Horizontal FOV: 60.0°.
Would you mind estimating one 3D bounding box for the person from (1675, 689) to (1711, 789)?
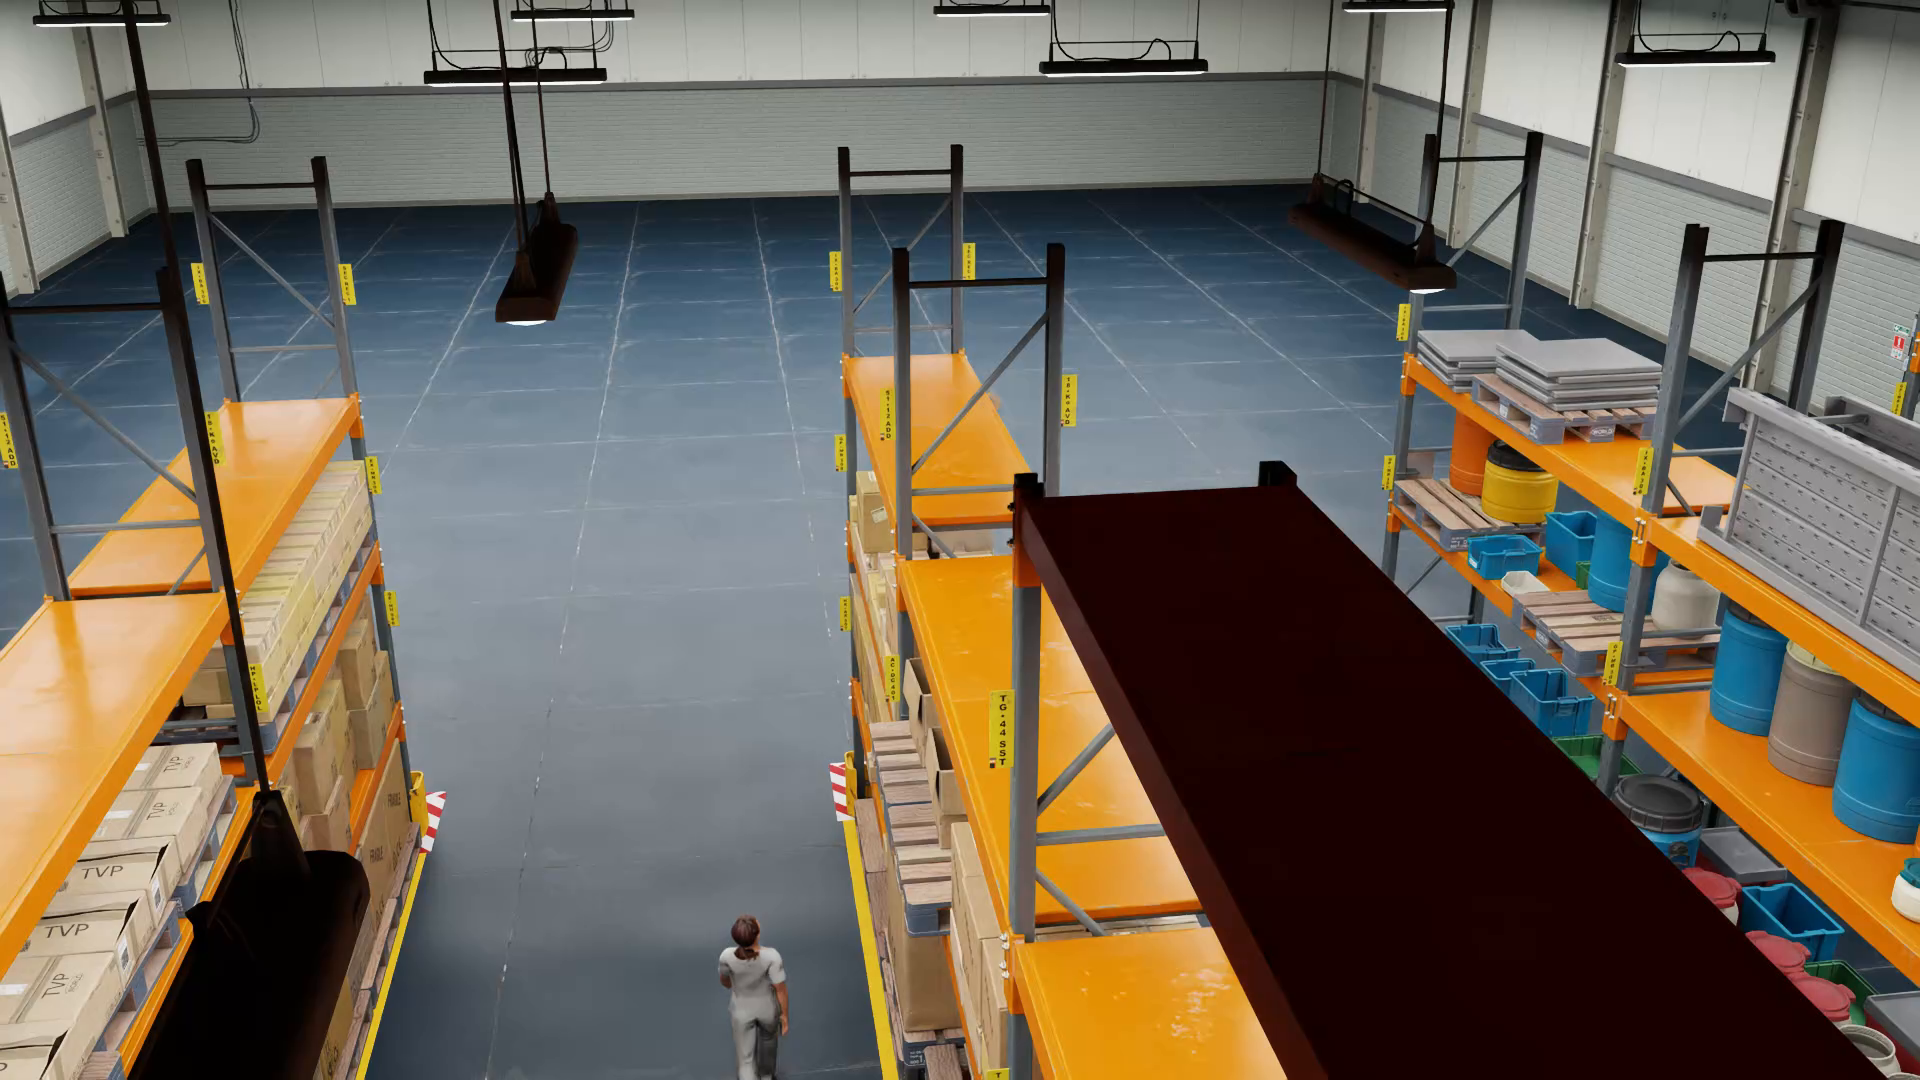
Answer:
[{"bbox_3d":[6.649,1.660,15.307,0.451,1.615,0.449,8,23,19],"label":"person"}]

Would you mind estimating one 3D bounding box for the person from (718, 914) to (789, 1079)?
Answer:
[{"bbox_3d":[-1.406,3.198,11.367,0.458,1.611,1.001,-4,22,-9],"label":"person"}]
